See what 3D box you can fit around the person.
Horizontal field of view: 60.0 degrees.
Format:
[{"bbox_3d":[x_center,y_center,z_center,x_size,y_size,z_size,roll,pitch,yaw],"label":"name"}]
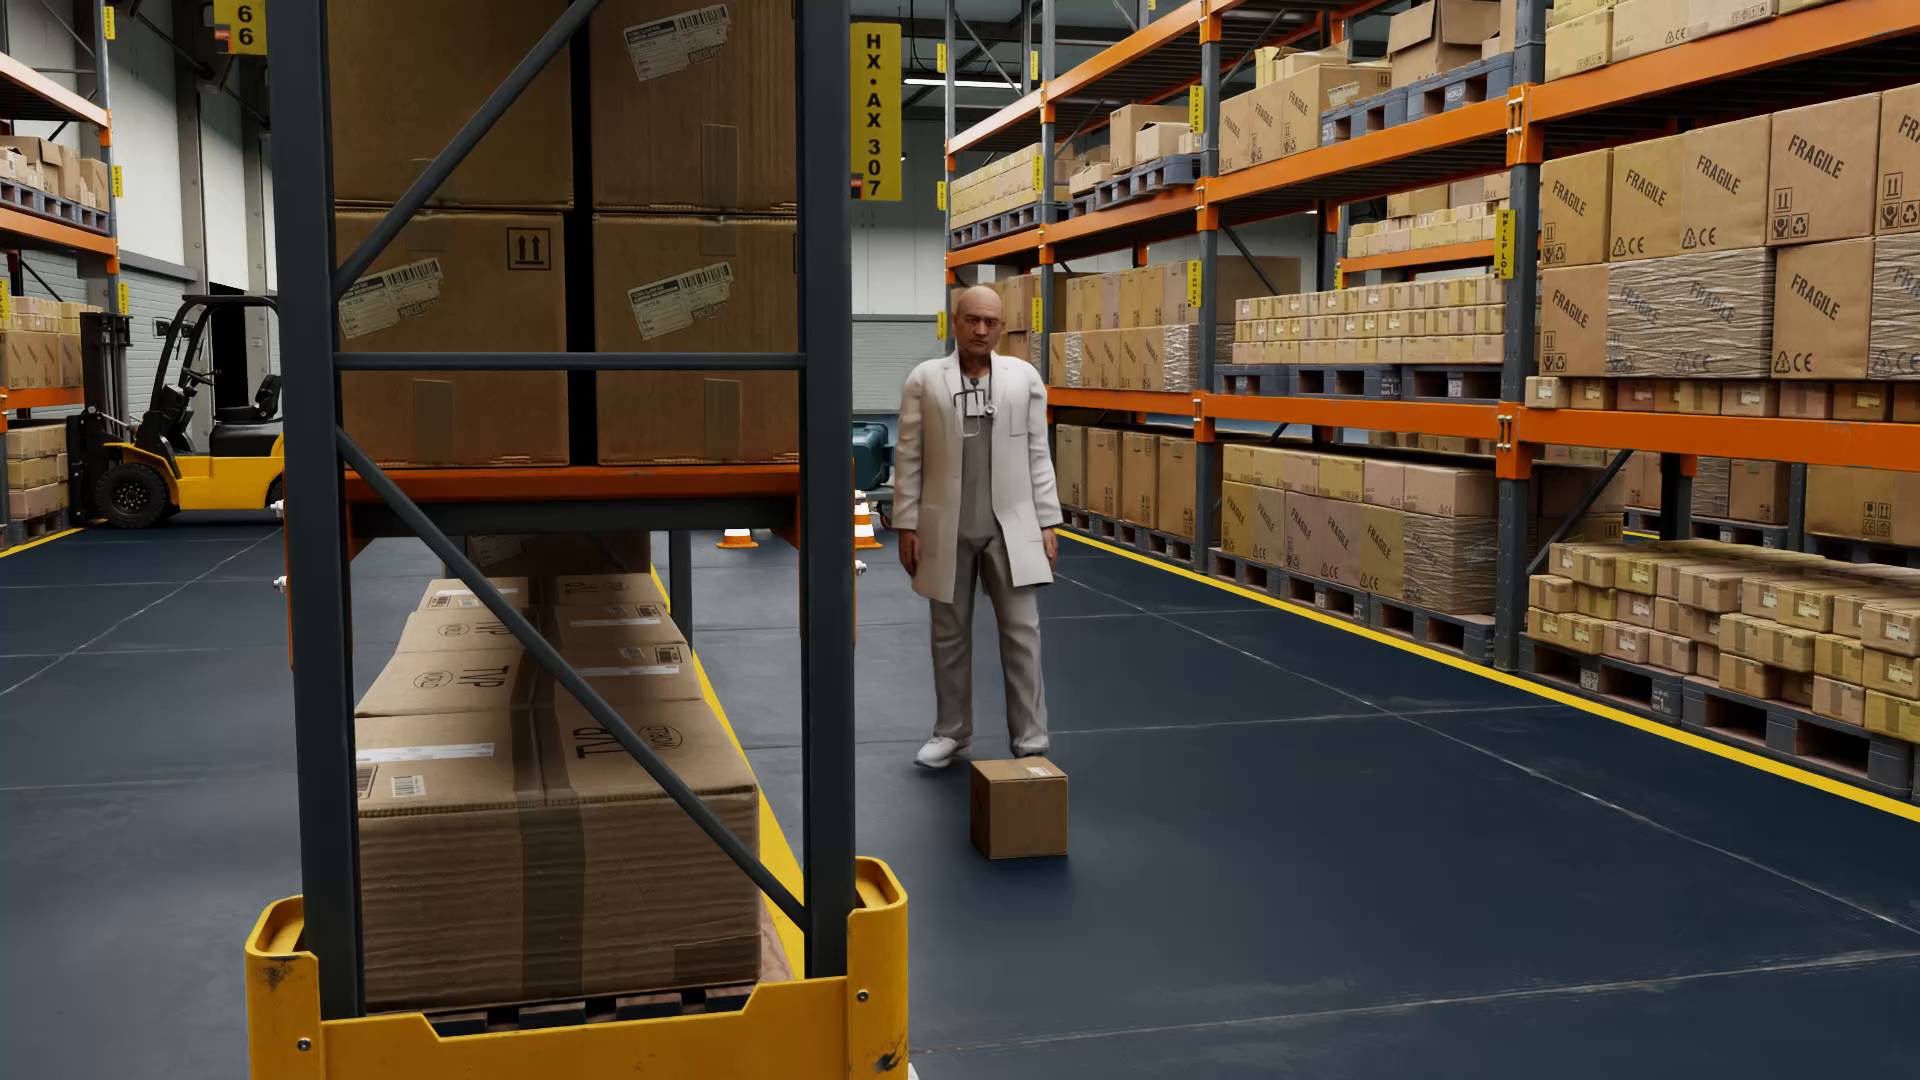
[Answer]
[{"bbox_3d":[0.060,-0.025,5.989,0.632,1.768,0.695,0,6,1],"label":"person"}]
